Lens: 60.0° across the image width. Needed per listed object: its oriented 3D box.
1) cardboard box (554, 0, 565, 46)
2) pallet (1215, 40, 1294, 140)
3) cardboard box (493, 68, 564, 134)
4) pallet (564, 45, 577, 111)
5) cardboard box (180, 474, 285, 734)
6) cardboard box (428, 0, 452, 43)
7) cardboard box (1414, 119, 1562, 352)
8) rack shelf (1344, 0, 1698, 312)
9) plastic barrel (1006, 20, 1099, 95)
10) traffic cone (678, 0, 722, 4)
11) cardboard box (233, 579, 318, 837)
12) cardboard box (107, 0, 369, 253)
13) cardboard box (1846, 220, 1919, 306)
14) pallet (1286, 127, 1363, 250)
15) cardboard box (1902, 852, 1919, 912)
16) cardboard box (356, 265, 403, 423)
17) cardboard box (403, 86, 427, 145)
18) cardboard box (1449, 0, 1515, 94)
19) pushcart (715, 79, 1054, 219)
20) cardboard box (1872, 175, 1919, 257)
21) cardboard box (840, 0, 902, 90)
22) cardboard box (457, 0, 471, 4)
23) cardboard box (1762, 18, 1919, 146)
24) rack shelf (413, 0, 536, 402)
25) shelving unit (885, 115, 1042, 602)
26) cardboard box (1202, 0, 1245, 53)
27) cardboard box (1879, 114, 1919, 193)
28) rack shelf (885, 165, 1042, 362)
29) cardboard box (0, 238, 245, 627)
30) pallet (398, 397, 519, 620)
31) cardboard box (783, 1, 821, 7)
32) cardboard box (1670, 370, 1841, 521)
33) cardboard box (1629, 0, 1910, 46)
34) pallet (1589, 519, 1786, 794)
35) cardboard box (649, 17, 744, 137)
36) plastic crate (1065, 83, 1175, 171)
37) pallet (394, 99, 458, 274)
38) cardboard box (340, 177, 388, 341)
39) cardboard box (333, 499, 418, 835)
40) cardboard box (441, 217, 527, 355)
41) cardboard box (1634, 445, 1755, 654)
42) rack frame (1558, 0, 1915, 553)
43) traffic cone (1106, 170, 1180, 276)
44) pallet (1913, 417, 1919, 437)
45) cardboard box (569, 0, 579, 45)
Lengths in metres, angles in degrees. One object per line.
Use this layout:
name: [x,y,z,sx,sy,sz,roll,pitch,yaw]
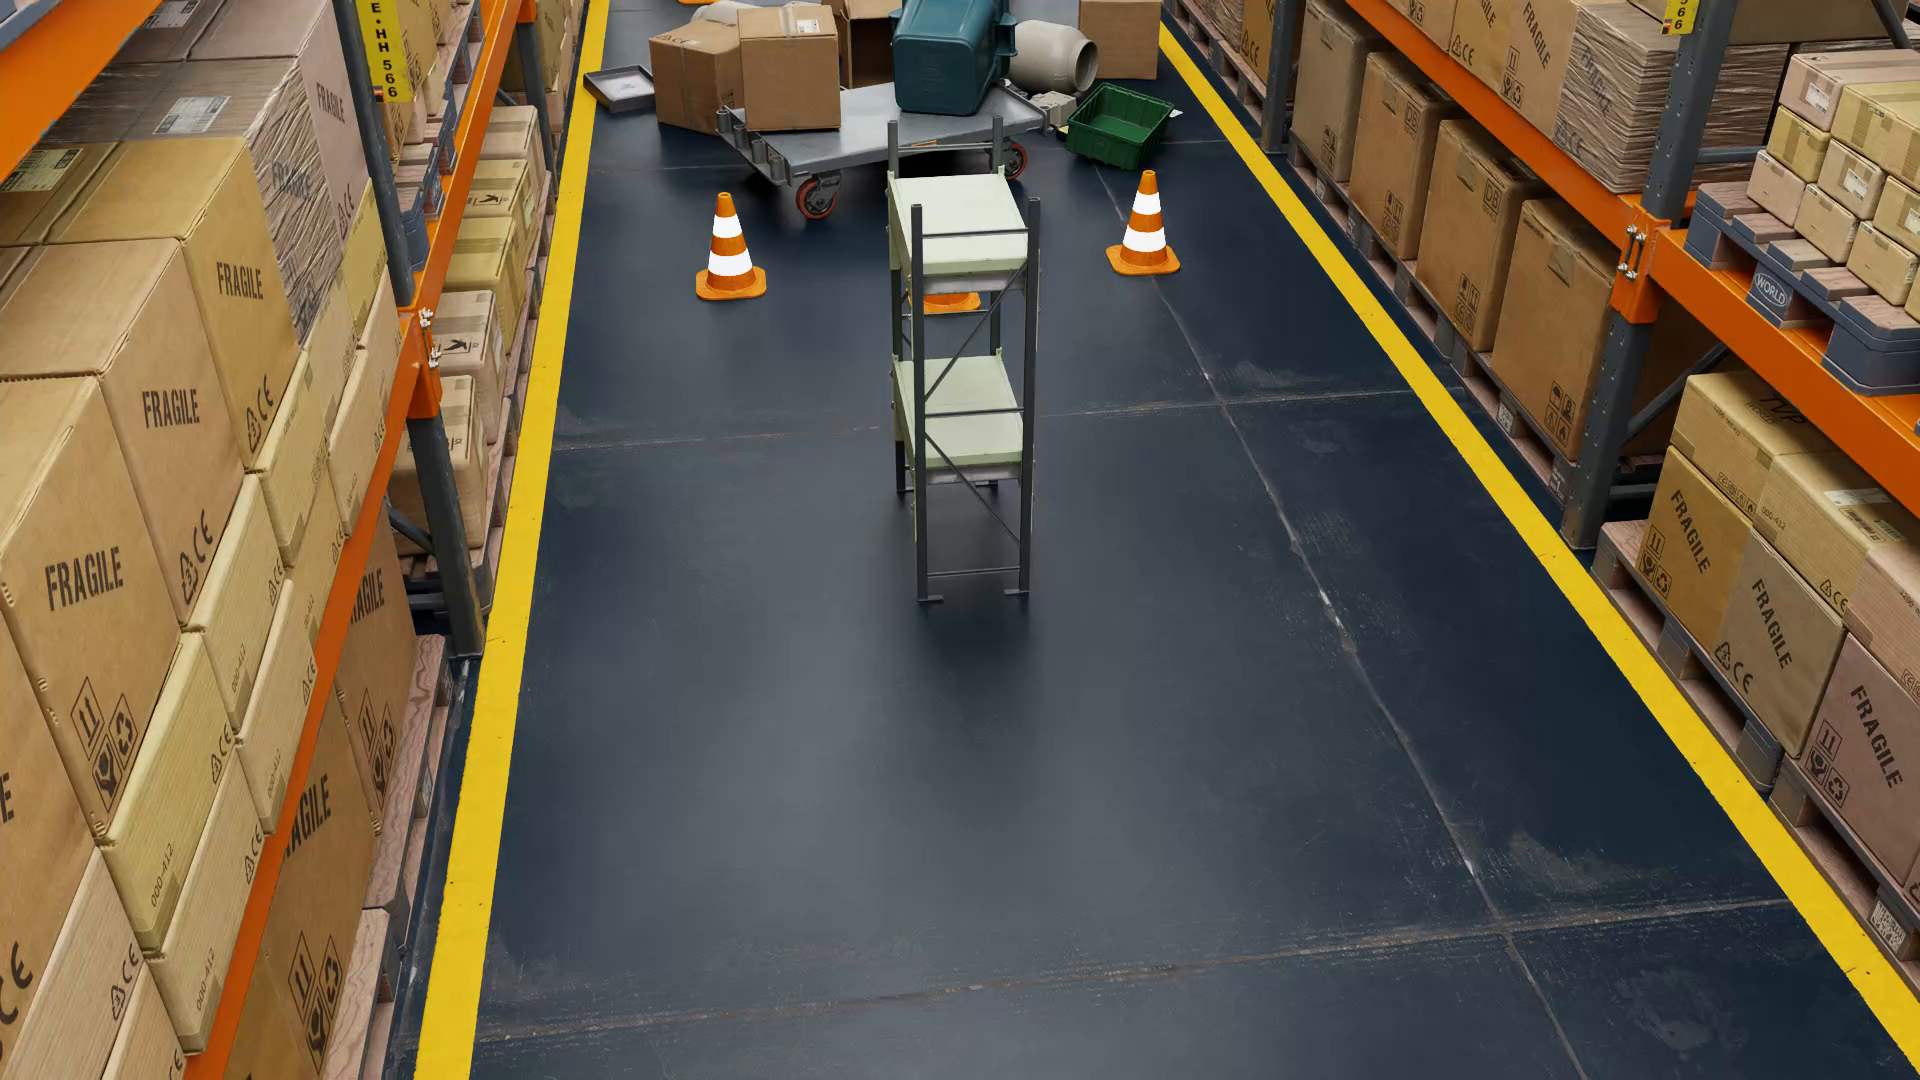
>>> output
cardboard box: [-2.560,-3.061,9.481,0.500,0.500,0.500,-3,34,-4]
pallet: [2.202,-2.776,10.136,1.003,0.211,1.213,-4,35,-6]
cardboard box: [-2.476,-2.453,9.255,0.500,0.250,0.500,-6,35,-9]
pallet: [-2.957,-2.969,10.419,1.003,0.211,1.213,-4,35,-6]
cardboard box: [-1.578,0.132,3.082,0.500,0.250,0.500,-5,35,-8]
cardboard box: [-2.113,-2.027,5.835,0.500,0.500,0.500,-4,34,-6]
cardboard box: [2.651,-1.344,7.183,1.050,0.750,0.750,-4,34,-6]
rack shelf: [2.496,-2.084,7.284,1.077,0.370,4.000,-4,35,-6]
plastic barrel: [0.554,-2.950,10.203,0.512,0.421,0.421,20,39,26]
traffic cone: [-1.866,-4.108,11.867,0.336,0.463,0.334,-4,35,-6]
cardboard box: [-1.569,0.339,3.222,0.500,0.250,0.500,-5,35,-7]
cardboard box: [-1.798,-1.020,4.107,0.500,0.500,0.500,-5,35,-8]
cardboard box: [2.698,-0.770,4.567,0.380,0.149,0.250,-3,34,-4]
pallet: [2.405,-1.921,8.881,1.003,0.211,1.213,-4,35,-6]
cardboard box: [2.820,0.859,4.172,0.500,0.500,0.500,-5,35,-7]
cardboard box: [-1.801,-0.510,4.468,0.500,0.250,0.500,-6,35,-8]
cardboard box: [-1.982,-1.416,5.514,0.380,0.149,0.250,-7,35,-9]
cardboard box: [2.305,-2.095,6.572,0.500,0.500,0.500,-5,35,-7]
pushcart: [-0.412,-2.183,9.119,1.648,0.377,0.936,-16,38,-23]
cardboard box: [2.709,-0.873,4.454,0.380,0.149,0.250,-5,35,-8]
cardboard box: [-0.324,-3.013,10.104,0.797,0.637,0.503,-4,35,-6]
cardboard box: [-2.199,-2.300,6.811,0.380,0.149,0.250,-4,35,-6]
cardboard box: [2.972,-1.578,5.813,0.500,0.500,0.500,-4,34,-6]
rack shelf: [-2.396,-1.653,6.651,1.077,0.370,4.000,-4,35,-6]
shelving unit: [-0.001,-0.623,5.833,0.431,1.500,0.755,-4,35,-6]
cardboard box: [2.087,-3.652,10.459,0.875,0.875,0.875,-4,34,-6]
cardboard box: [2.702,-1.022,4.407,0.380,0.149,0.250,-5,35,-7]
rack shelf: [-0.001,-0.946,5.613,0.431,0.370,0.720,-4,35,-6]
cardboard box: [-1.600,-0.174,2.865,0.500,0.500,0.500,-5,35,-7]
pallet: [-2.230,-0.118,6.236,1.003,0.211,1.213,-4,35,-6]
cardboard box: [-1.025,-3.542,11.316,0.380,0.149,0.250,13,36,18]
cardboard box: [2.618,-0.313,5.226,0.500,0.250,0.500,-6,35,-9]
cardboard box: [2.714,-1.971,5.502,0.700,0.500,0.500,-5,35,-7]
pallet: [2.869,0.323,5.589,1.003,0.211,1.213,-4,35,-6]
cardboard box: [-1.460,-2.736,9.818,0.500,0.500,0.500,20,39,26]
plastic crate: [0.905,-2.357,9.491,0.450,0.188,0.662,21,39,12]
pallet: [-2.328,-1.145,5.436,1.213,0.211,1.003,-4,35,-6]
cardboard box: [-1.810,-0.728,4.344,0.500,0.250,0.500,-4,35,-7]
cardboard box: [-2.116,0.262,4.716,0.875,0.875,0.875,-5,35,-7]
cardboard box: [-2.396,-1.073,7.121,0.950,0.372,0.625,-3,34,-5]
cardboard box: [2.607,0.008,5.422,0.500,0.500,0.500,-6,35,-8]
rack frame: [2.765,-1.266,5.444,1.000,3.000,0.127,-4,35,-6]
traffic cone: [0.911,-1.587,8.167,0.336,0.463,0.334,-4,35,-6]
pallet: [3.072,-0.085,3.881,1.003,0.211,1.213,-4,35,-6]
cardboard box: [-2.689,-3.324,10.533,0.500,0.250,0.500,-6,35,-8]
